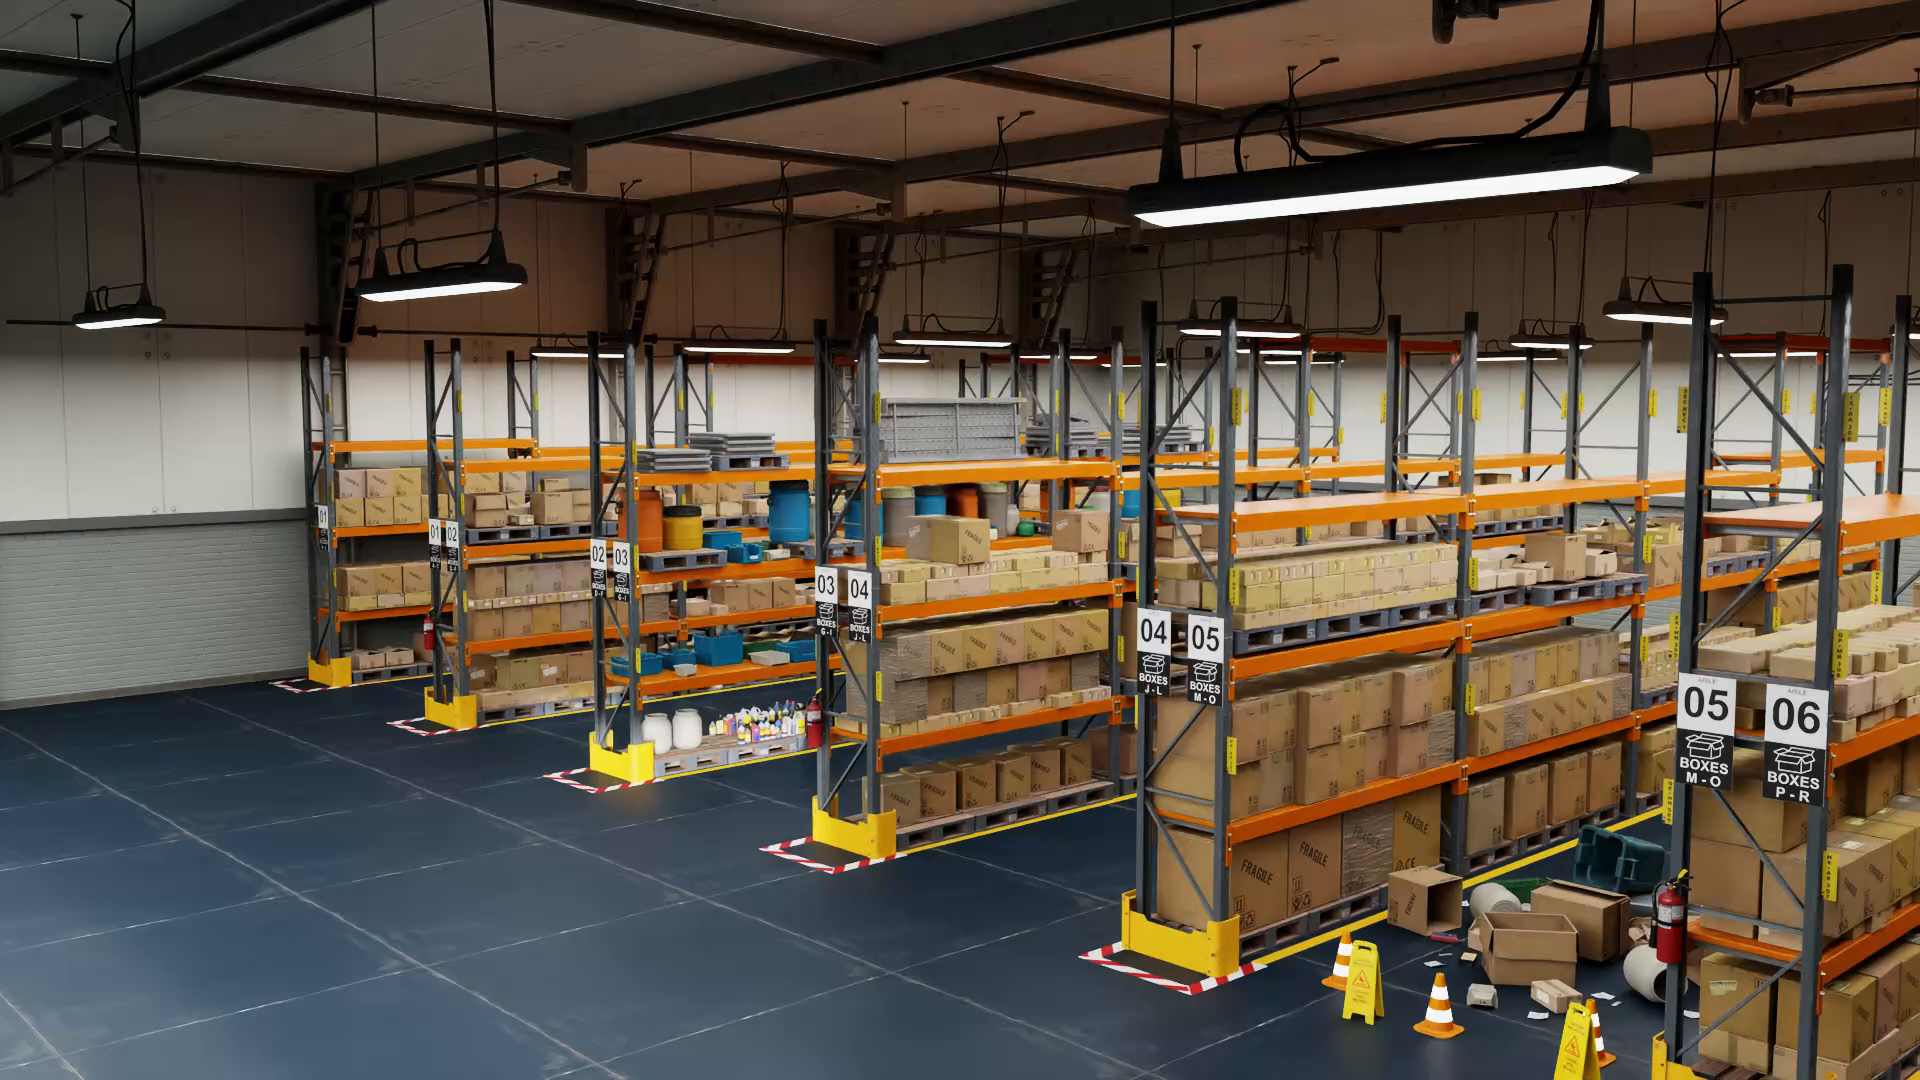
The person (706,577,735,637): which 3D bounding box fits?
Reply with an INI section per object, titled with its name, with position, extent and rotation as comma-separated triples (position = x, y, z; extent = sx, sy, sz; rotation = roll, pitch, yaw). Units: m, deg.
[person]
position = -4.614, 1.443, 32.453
extent = 0.643, 1.810, 0.606
rotation = 1, 5, 7
